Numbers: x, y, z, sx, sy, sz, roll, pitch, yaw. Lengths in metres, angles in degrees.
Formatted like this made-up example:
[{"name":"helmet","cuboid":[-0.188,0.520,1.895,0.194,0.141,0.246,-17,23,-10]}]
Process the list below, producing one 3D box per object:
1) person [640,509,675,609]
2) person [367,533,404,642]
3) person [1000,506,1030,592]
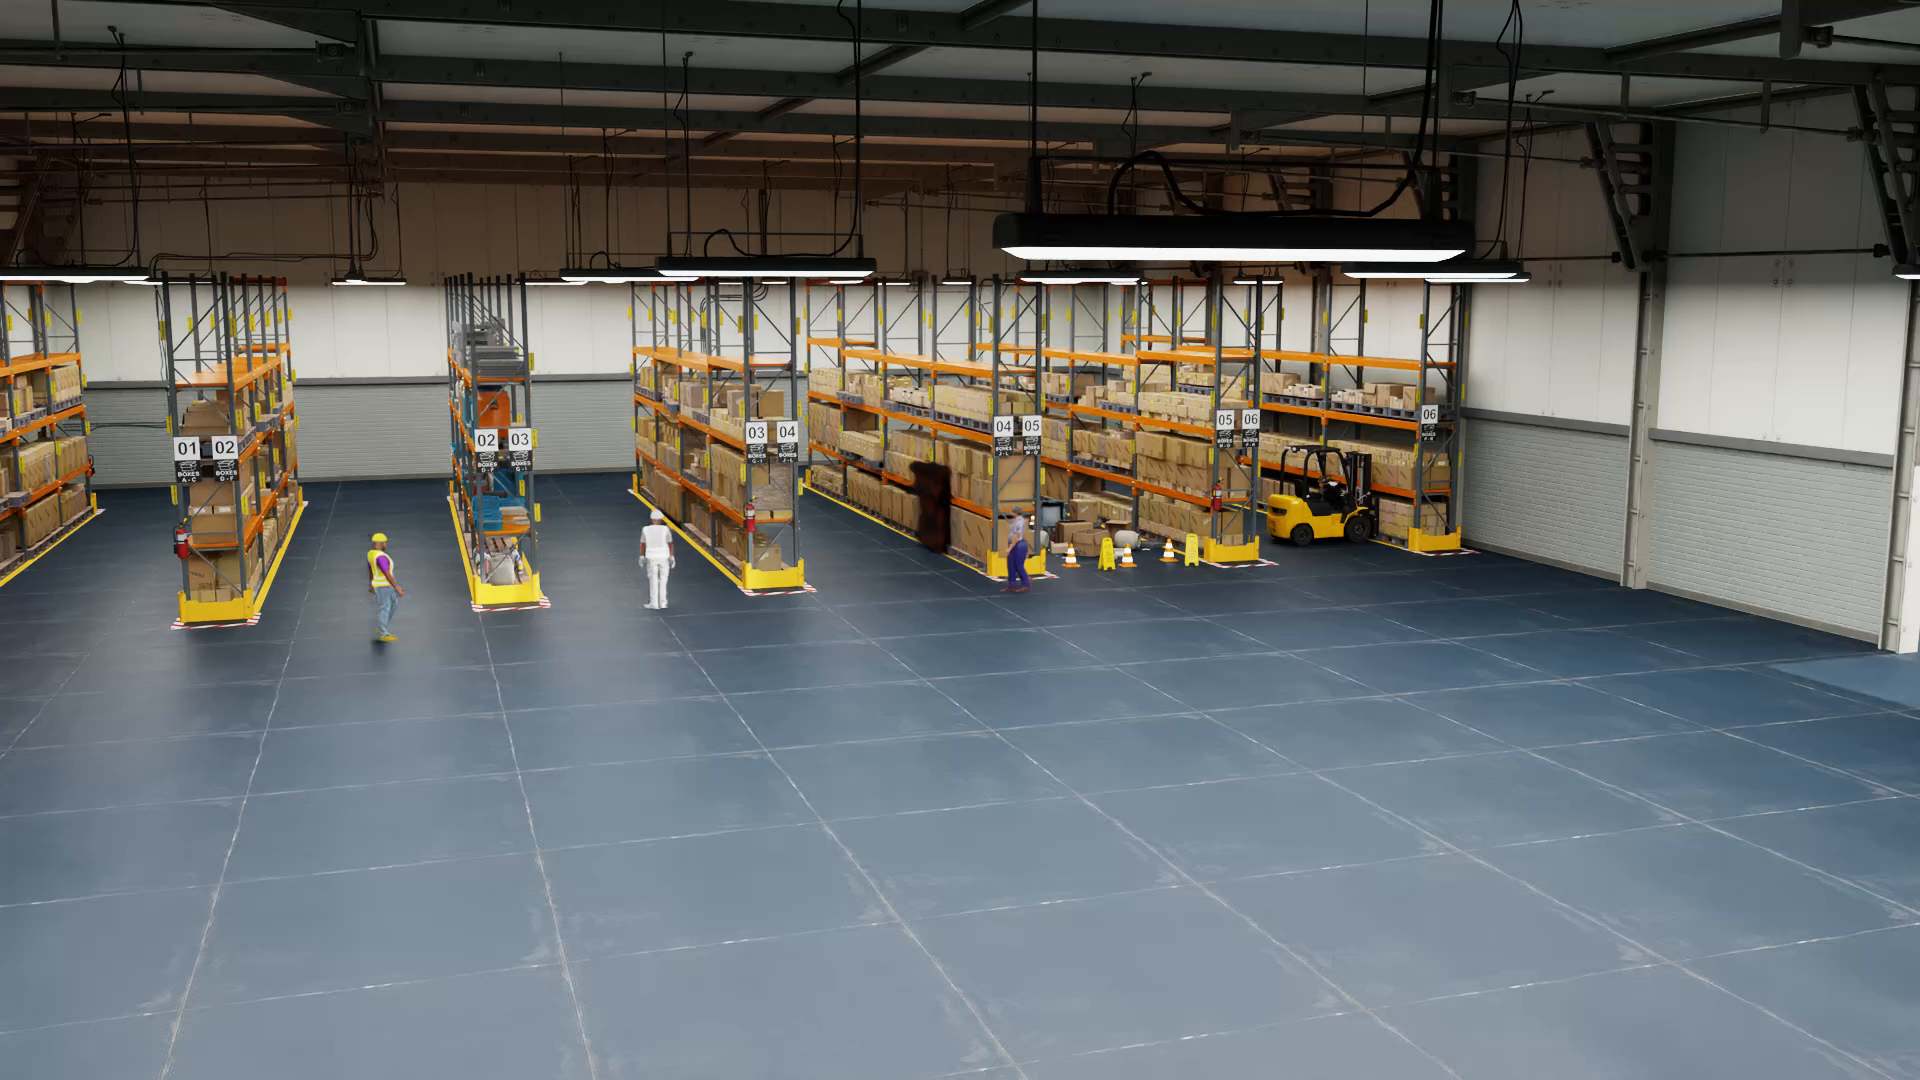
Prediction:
[{"name":"person","cuboid":[-5.443,0.353,29.884,0.636,1.813,0.388,-1,9,-5]},{"name":"person","cuboid":[-9.395,0.763,27.194,0.608,1.776,0.632,-2,9,-12]},{"name":"person","cuboid":[1.062,0.189,31.526,0.528,1.664,0.490,-3,9,-21]}]
